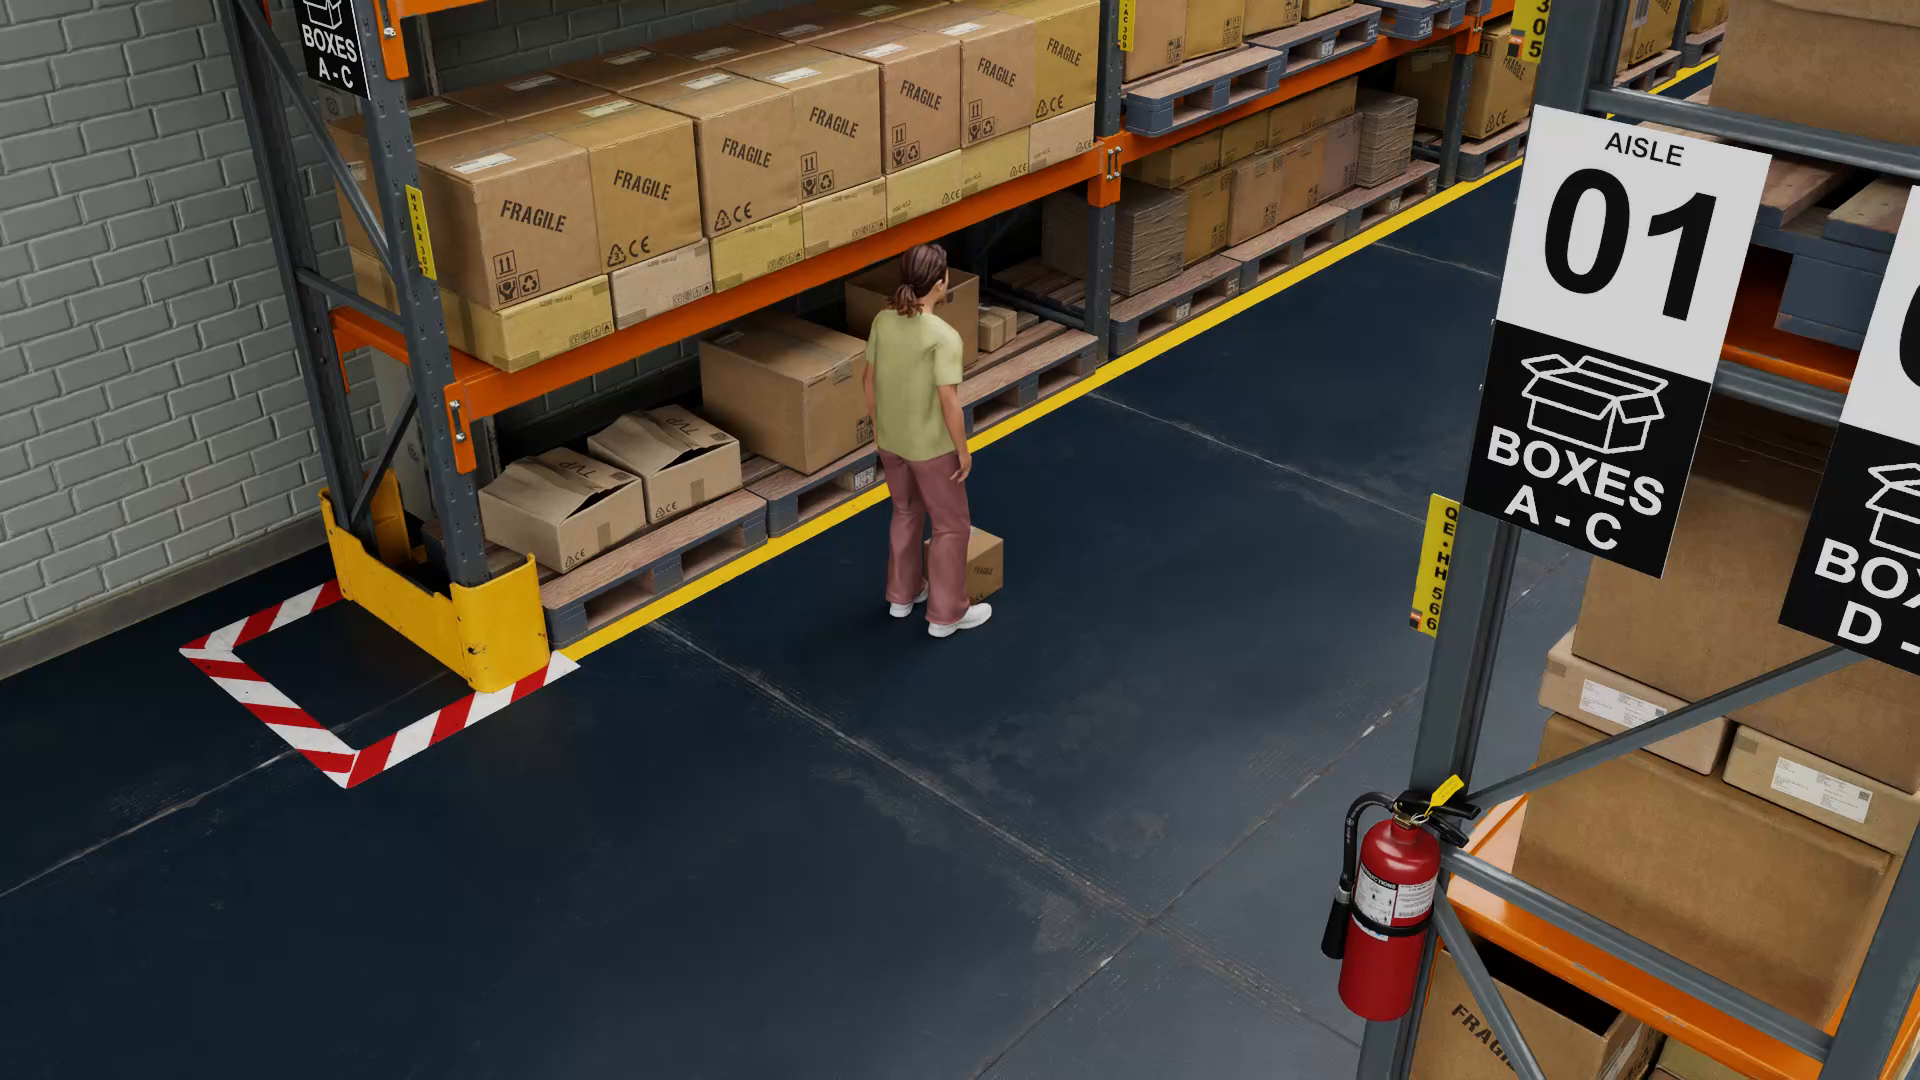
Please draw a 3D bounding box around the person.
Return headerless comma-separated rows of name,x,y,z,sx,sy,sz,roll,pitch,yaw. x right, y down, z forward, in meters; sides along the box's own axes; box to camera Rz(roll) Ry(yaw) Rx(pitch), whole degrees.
person,-0.148,-0.380,6.800,0.509,1.628,0.366,23,38,33
